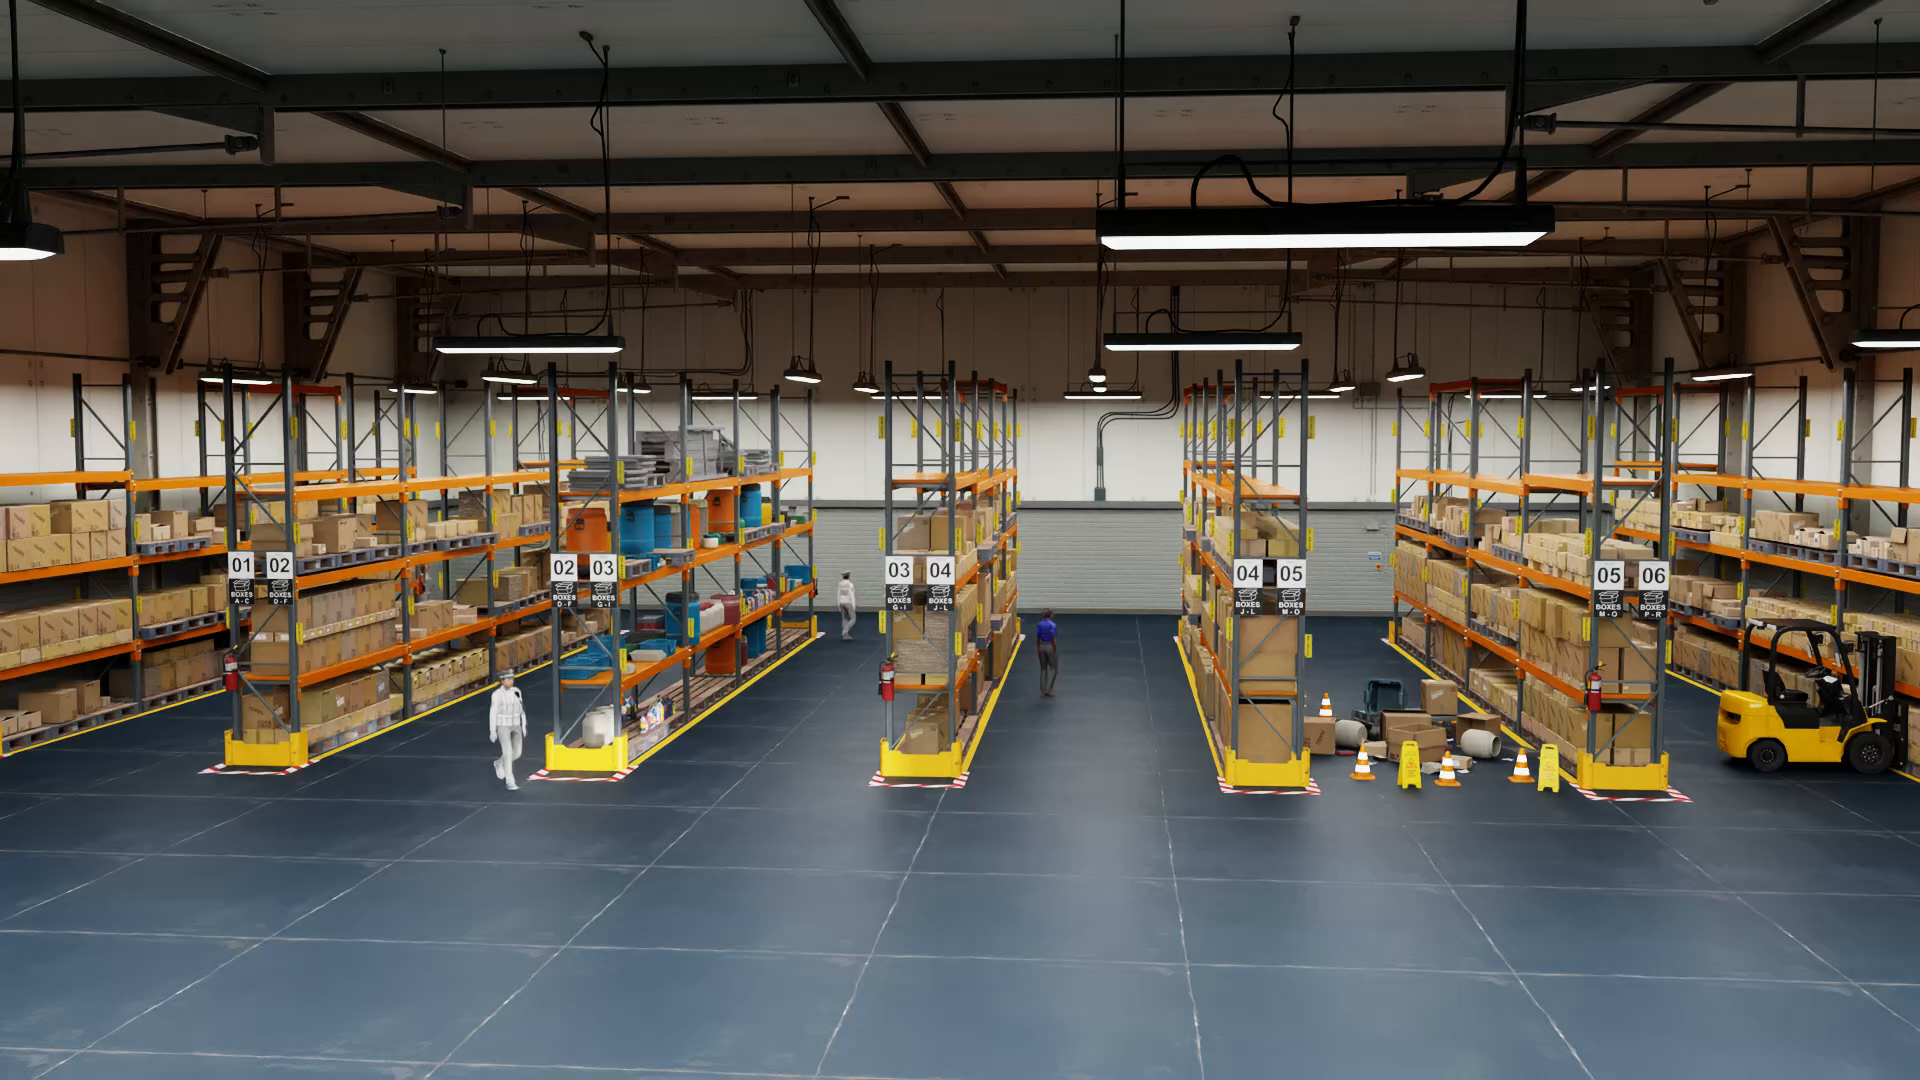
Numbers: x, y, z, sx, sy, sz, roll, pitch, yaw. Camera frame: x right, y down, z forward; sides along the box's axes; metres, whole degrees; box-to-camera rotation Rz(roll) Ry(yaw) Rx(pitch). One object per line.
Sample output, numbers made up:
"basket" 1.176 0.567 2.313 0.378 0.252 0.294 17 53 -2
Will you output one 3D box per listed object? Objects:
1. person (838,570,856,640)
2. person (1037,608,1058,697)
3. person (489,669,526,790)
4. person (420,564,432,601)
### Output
"person" -2.738 1.557 39.747 0.515 1.676 0.480 3 5 40
"person" 1.633 2.135 31.362 0.492 1.708 0.393 3 5 37
"person" -6.355 2.624 23.361 0.796 1.656 0.538 4 5 44
"person" -13.781 1.398 42.625 0.536 1.575 0.413 0 4 2
